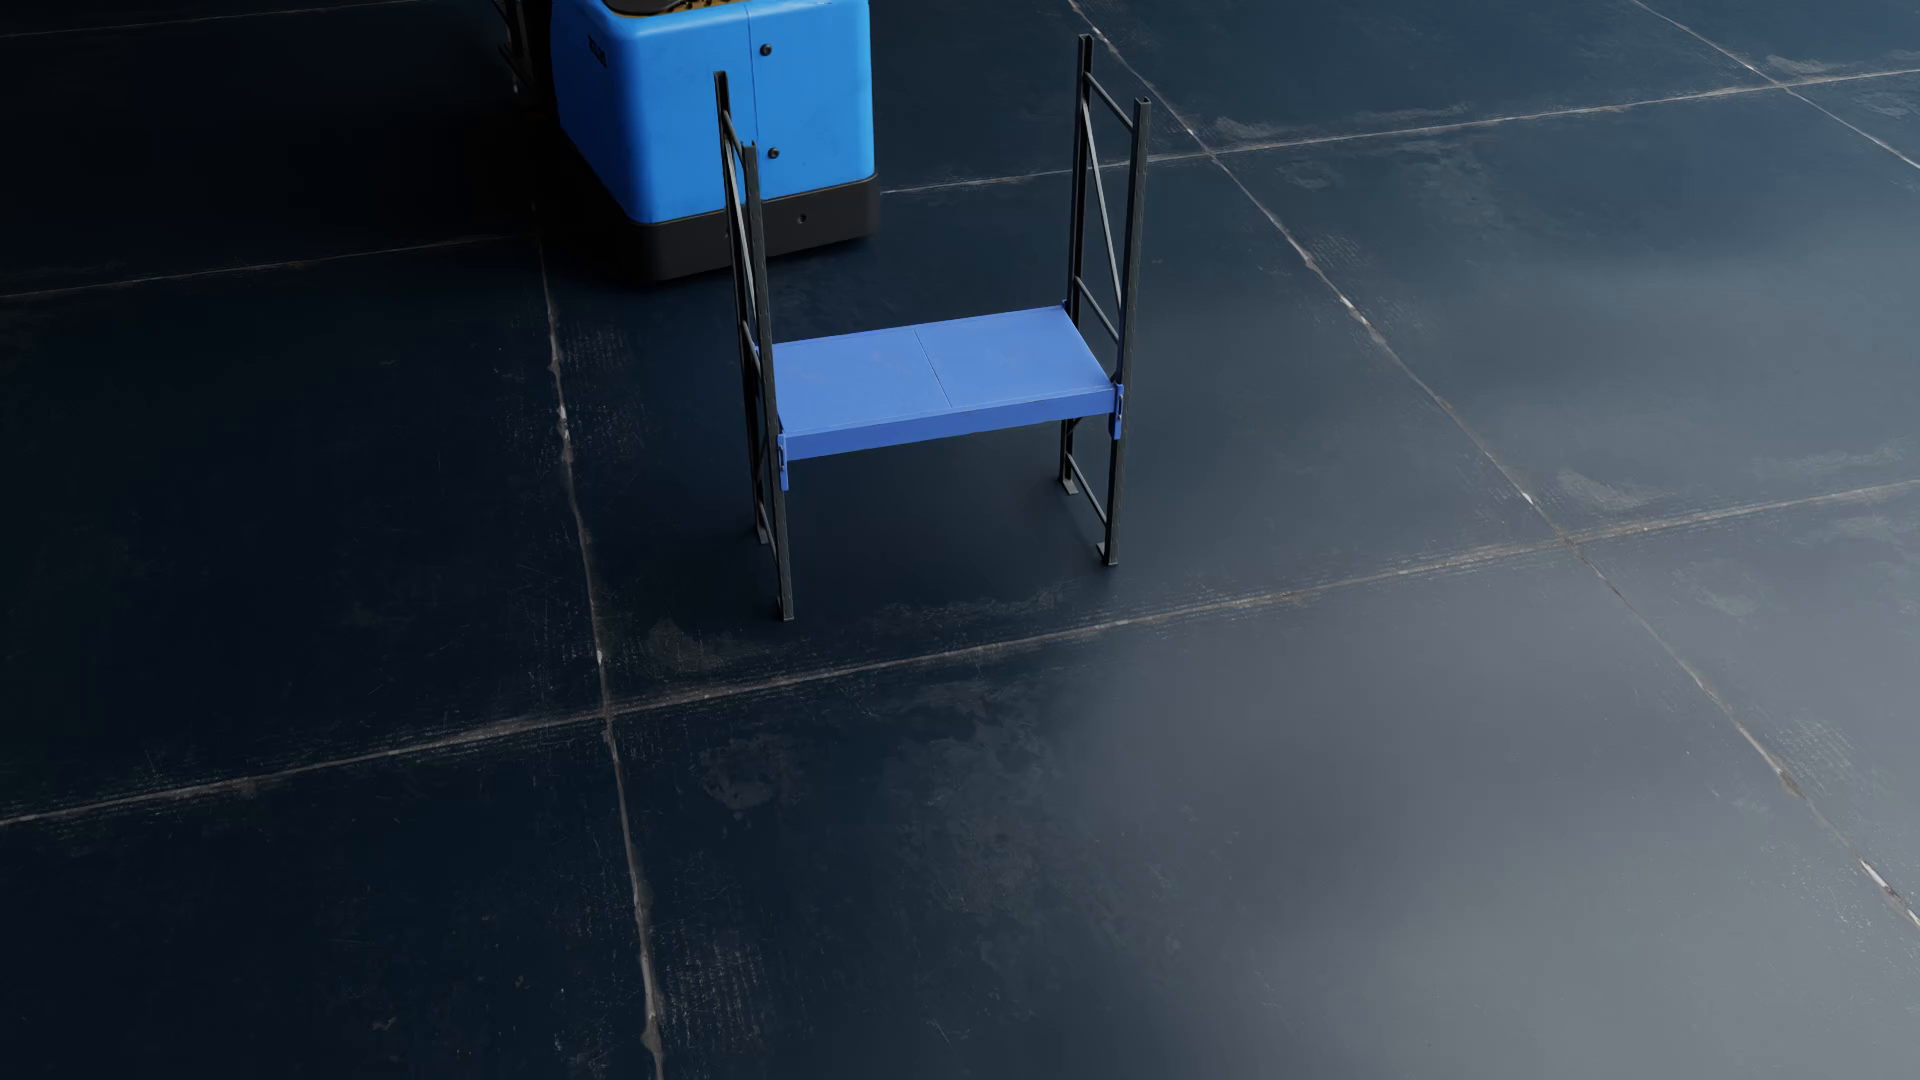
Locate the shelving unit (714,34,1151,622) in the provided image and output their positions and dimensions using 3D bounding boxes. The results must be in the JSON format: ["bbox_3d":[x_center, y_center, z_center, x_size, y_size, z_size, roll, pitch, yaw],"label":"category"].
[{"bbox_3d":[-0.082,-0.582,4.777,1.048,1.500,0.538,-9,38,-12],"label":"shelving unit"}]

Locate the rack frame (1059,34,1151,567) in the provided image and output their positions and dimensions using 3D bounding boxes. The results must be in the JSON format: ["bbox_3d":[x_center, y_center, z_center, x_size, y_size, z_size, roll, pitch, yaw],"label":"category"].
[{"bbox_3d":[0.408,-0.663,4.882,0.032,1.500,0.500,-9,38,-12],"label":"rack frame"}]

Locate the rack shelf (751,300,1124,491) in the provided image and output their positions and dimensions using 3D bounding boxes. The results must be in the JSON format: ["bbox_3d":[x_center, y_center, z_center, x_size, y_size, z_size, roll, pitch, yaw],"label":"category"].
[{"bbox_3d":[-0.082,-0.439,4.886,1.000,0.185,0.538,-9,38,-12],"label":"rack shelf"}]

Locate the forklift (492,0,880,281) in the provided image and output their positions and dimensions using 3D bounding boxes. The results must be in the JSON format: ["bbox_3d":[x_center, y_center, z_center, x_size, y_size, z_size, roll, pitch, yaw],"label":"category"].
[{"bbox_3d":[-1.431,-3.053,6.828,1.130,2.935,3.031,-17,40,-21],"label":"forklift"}]

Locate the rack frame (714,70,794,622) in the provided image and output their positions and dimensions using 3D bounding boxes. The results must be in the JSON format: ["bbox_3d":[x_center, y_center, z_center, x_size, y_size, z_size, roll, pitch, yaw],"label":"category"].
[{"bbox_3d":[-0.573,-0.502,4.671,0.032,1.500,0.500,-9,38,-12],"label":"rack frame"}]
